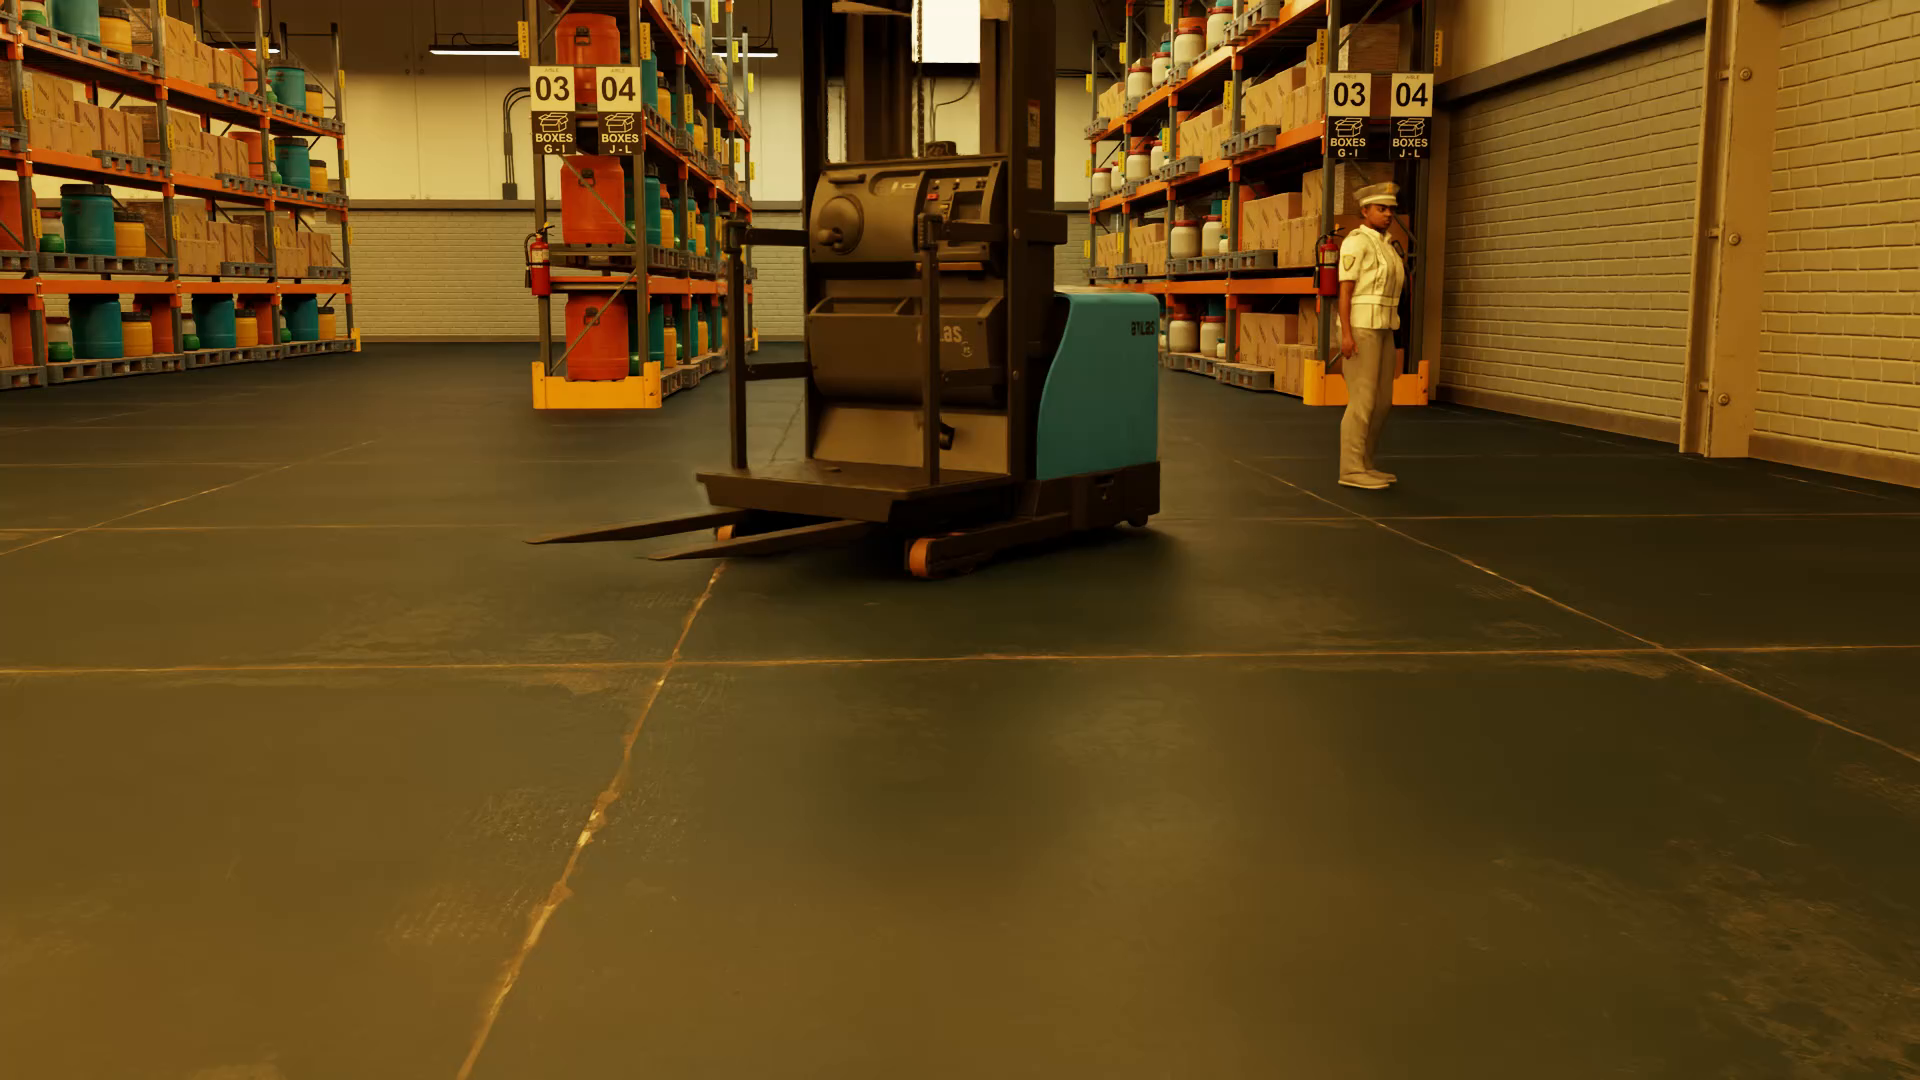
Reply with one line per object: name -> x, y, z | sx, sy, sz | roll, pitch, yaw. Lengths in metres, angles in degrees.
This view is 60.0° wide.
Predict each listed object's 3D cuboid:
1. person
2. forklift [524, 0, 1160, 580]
person -> 2.300, -1.138, 9.275 | 0.377, 1.680, 0.541 | 6, 11, 37
forklift -> -0.354, -1.376, 6.601 | 1.130, 2.935, 3.031 | 6, 10, 36
